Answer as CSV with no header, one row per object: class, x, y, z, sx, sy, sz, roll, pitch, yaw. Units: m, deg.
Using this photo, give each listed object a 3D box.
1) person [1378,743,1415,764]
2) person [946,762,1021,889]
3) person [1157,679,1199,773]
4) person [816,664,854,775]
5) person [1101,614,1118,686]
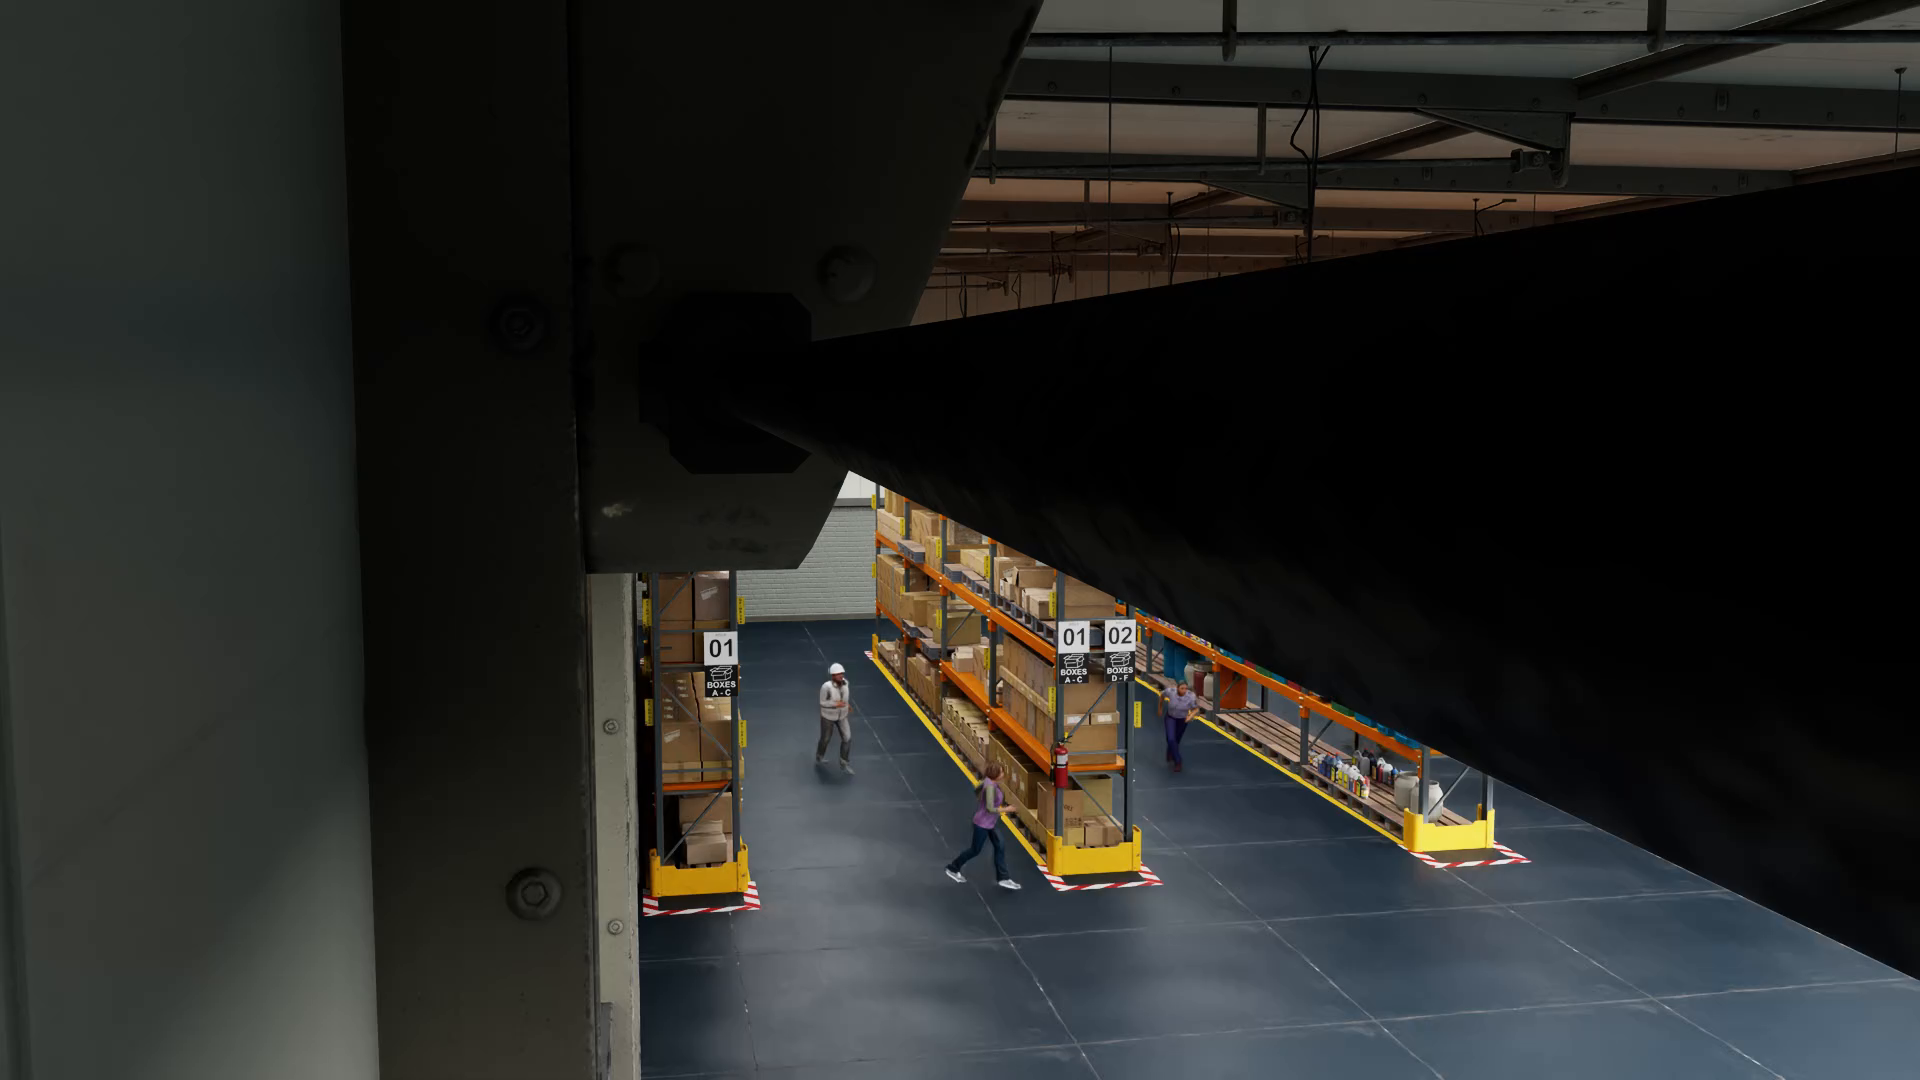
person,7.156,2.741,26.936,0.695,1.599,1.077,-2,6,-15
person,0.278,3.462,20.197,0.923,1.572,0.546,1,6,14
person,3.447,2.872,26.416,0.623,1.483,1.027,0,6,0
person,-1.977,2.784,26.178,0.653,1.753,0.974,-3,7,-30
person,2.896,2.253,31.502,0.626,1.759,0.713,0,6,-4
